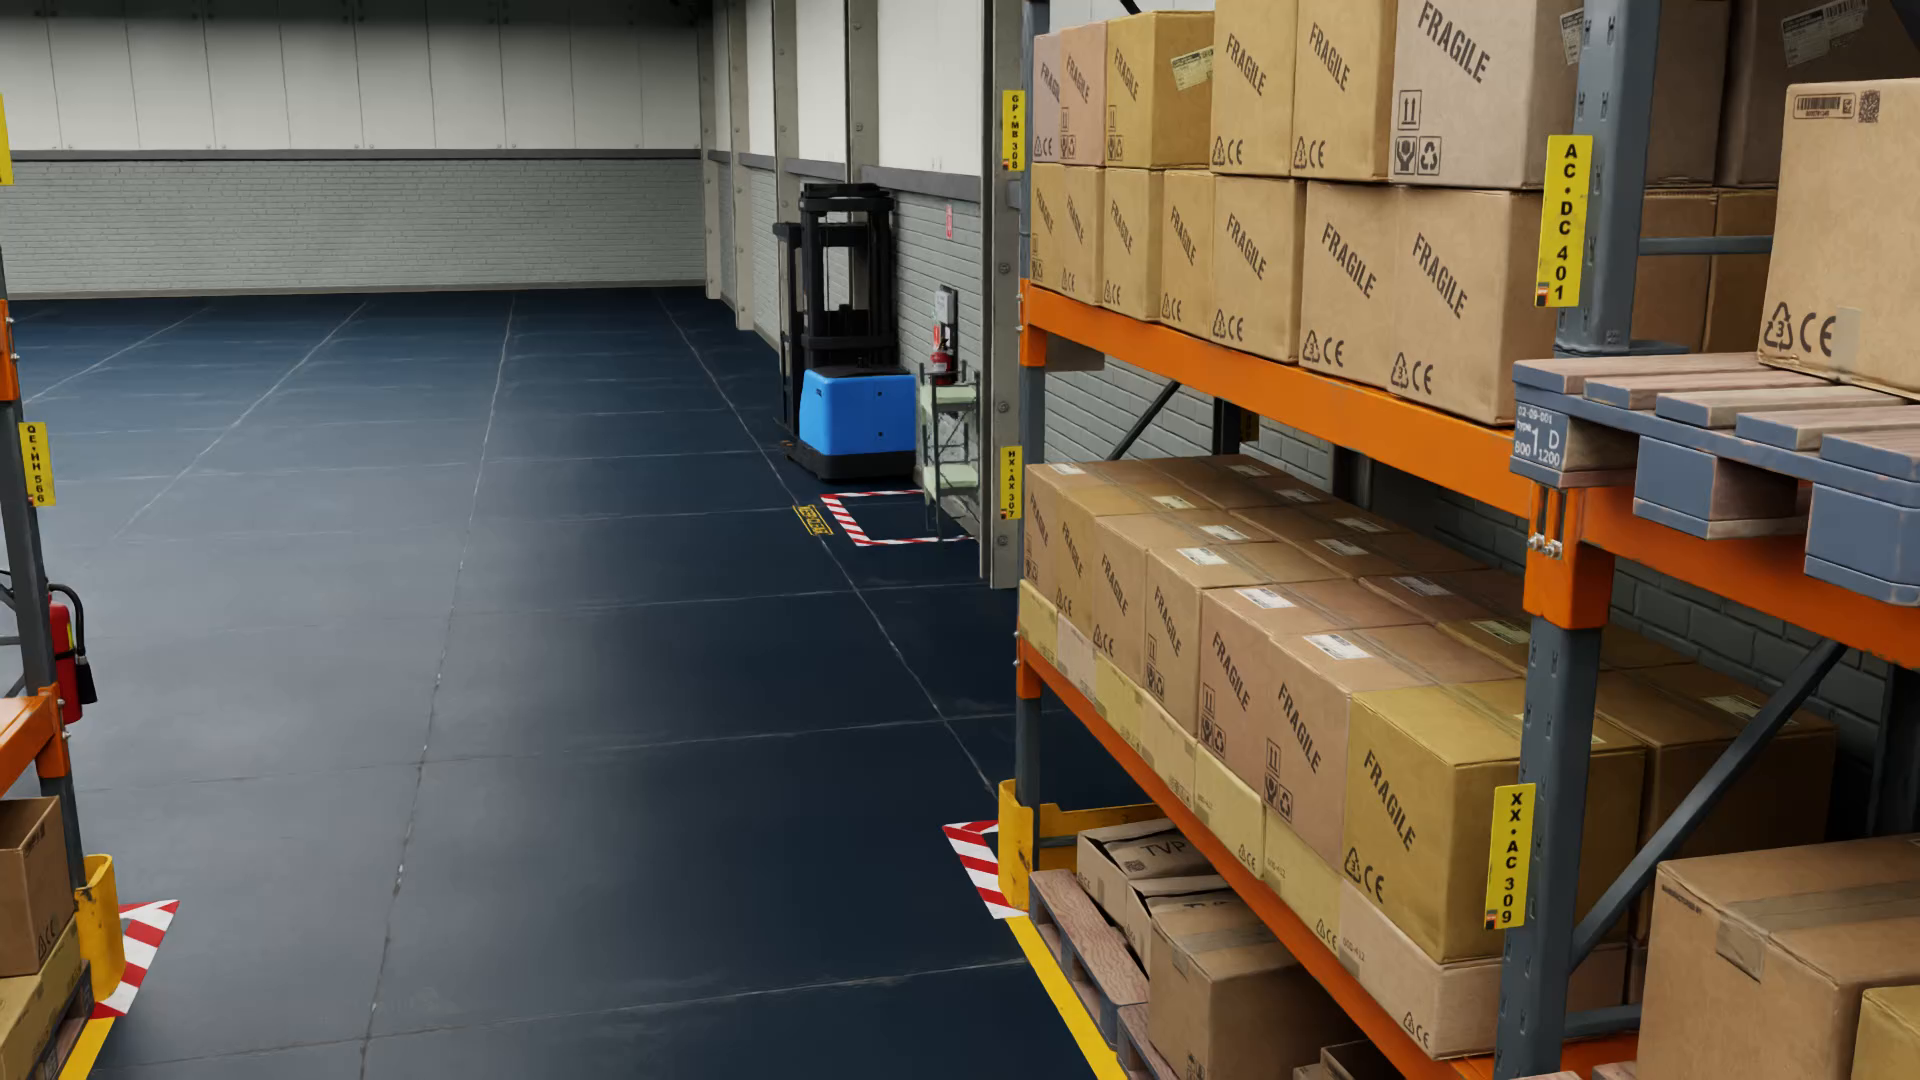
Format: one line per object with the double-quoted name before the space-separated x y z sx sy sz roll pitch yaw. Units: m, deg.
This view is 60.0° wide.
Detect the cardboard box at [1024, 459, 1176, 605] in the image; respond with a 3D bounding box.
"cardboard box" 0.576 -0.036 6.947 0.500 0.500 0.500 -3 14 -13

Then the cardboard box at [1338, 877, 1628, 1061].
"cardboard box" 1.290 1.032 4.156 0.500 0.250 0.500 -3 14 -13

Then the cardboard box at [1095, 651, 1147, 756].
"cardboard box" 0.812 0.569 6.053 0.500 0.250 0.500 -4 14 -14

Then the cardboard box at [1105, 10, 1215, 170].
"cardboard box" 0.810 -1.524 5.665 0.500 0.500 0.500 -3 14 -12

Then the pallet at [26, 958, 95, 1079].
"pallet" -3.838 1.944 6.024 1.003 0.211 1.213 -3 14 -13

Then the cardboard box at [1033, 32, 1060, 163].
"cardboard box" 0.611 -1.760 6.632 0.500 0.500 0.500 -4 14 -17

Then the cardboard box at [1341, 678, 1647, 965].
"cardboard box" 1.284 0.668 4.065 0.500 0.500 0.500 -3 14 -13

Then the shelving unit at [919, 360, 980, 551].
"shelving unit" -0.067 -0.736 14.255 0.431 1.500 0.755 -4 14 -8

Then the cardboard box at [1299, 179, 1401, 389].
"cardboard box" 1.230 -0.674 4.293 0.500 0.500 0.500 -5 14 -18

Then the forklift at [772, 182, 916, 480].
"forklift" -1.355 -2.334 17.803 1.130 2.935 3.031 -5 15 -19

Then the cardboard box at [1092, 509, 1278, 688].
"cardboard box" 0.798 0.198 5.989 0.500 0.500 0.500 -4 14 -15

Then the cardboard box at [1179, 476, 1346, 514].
"cardboard box" 1.182 0.051 6.592 0.500 0.500 0.500 -3 14 -12

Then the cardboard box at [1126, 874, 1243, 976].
"cardboard box" 0.965 1.527 6.595 0.500 0.311 0.500 -2 14 -9

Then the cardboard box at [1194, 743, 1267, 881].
"cardboard box" 1.048 0.801 5.100 0.500 0.250 0.500 -3 14 -13

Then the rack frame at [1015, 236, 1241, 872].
"rack frame" 0.756 0.139 7.540 1.000 3.000 0.127 -3 14 -13

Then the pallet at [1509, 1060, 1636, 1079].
"pallet" 1.734 1.339 3.031 1.003 0.211 1.213 -3 14 -13

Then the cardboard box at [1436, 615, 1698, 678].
"cardboard box" 1.670 0.521 4.670 0.500 0.500 0.500 -3 14 -13

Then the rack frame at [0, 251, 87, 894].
"rack frame" -4.058 0.415 6.406 1.000 3.000 0.127 -3 14 -13

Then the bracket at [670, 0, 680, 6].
"bracket" -6.283 -11.955 36.813 0.235 0.232 0.430 -3 14 -13

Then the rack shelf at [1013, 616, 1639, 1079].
"rack shelf" 1.226 0.949 5.737 1.077 0.370 4.000 -3 14 -13

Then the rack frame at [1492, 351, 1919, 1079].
"rack frame" 1.696 1.061 3.763 1.000 3.000 0.127 -3 14 -13

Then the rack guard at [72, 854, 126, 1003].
"rack guard" -4.064 1.624 6.725 1.175 0.500 0.348 -3 14 -13

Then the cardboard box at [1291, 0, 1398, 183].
"cardboard box" 1.175 -1.167 4.203 0.500 0.500 0.500 -3 14 -10

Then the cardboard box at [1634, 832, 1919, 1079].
"cardboard box" 1.782 0.918 3.210 0.700 0.500 0.500 -3 14 -13

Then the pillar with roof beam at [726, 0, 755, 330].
"pillar with roof beam" -8.060 -7.959 28.044 9.100 9.000 0.400 -3 14 -13

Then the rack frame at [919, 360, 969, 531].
"rack frame" -0.123 -0.822 14.606 0.400 1.500 0.023 -4 14 -8

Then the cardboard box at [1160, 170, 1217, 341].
"cardboard box" 0.955 -0.918 5.291 0.500 0.500 0.500 -2 14 -10

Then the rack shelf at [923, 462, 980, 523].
"rack shelf" -0.054 -0.420 14.335 0.431 0.370 0.720 -4 14 -8

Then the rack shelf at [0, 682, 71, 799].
"rack shelf" -3.588 1.226 4.603 1.077 0.370 4.000 -3 14 -13

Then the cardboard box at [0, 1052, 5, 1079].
"cardboard box" -3.397 1.884 5.303 0.500 0.250 0.500 -3 14 -13

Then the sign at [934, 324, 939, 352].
"sign" -0.221 -1.855 15.625 0.001 0.329 0.234 -3 14 -13

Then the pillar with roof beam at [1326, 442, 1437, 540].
"pillar with roof beam" -2.423 -2.423 5.382 9.100 9.000 0.400 -3 14 -13

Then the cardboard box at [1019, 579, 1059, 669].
"cardboard box" 0.562 0.332 7.022 0.500 0.250 0.500 -4 14 -15

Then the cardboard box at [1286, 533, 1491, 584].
"cardboard box" 1.426 0.286 5.629 0.500 0.500 0.500 -3 14 -12

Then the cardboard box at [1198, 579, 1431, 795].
"cardboard box" 1.053 0.437 5.013 0.500 0.500 0.500 -4 14 -15

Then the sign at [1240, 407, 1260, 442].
"sign" 1.300 -0.604 7.473 0.100 0.325 0.005 -3 14 -13

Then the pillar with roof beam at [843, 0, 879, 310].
"pillar with roof beam" -5.241 -5.191 16.713 9.100 9.000 0.400 -3 14 -13

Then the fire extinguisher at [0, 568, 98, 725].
"fire extinguisher" -3.634 0.400 6.633 0.296 0.674 0.183 -3 14 -13

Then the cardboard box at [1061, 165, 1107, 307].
"cardboard box" 0.683 -1.160 6.281 0.500 0.500 0.500 -2 14 -9

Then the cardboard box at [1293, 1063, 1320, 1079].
"cardboard box" 1.339 1.862 5.564 0.380 0.149 0.250 -4 14 -18

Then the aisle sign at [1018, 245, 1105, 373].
"aisle sign" 0.448 -1.124 7.231 0.394 0.787 0.004 -3 14 -13

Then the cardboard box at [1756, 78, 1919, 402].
"cardboard box" 1.746 -0.518 2.811 0.500 0.500 0.500 -1 14 -5

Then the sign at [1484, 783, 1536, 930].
"sign" 1.170 0.673 3.529 0.100 0.325 0.005 -3 14 -13

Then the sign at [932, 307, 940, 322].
"sign" -0.228 -2.111 15.556 0.001 0.109 0.331 -3 14 -13

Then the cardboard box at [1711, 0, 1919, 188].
"cardboard box" 1.858 -1.069 3.802 0.500 0.500 0.500 -3 14 -12

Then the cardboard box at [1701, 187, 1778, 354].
"cardboard box" 1.826 -0.581 3.913 0.500 0.500 0.500 -3 14 -11

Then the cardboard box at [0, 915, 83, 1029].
"cardboard box" -3.645 1.654 6.244 0.500 0.250 0.500 -3 14 -13

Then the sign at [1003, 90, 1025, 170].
"sign" 0.229 -1.713 6.956 0.100 0.325 0.005 -3 14 -13
